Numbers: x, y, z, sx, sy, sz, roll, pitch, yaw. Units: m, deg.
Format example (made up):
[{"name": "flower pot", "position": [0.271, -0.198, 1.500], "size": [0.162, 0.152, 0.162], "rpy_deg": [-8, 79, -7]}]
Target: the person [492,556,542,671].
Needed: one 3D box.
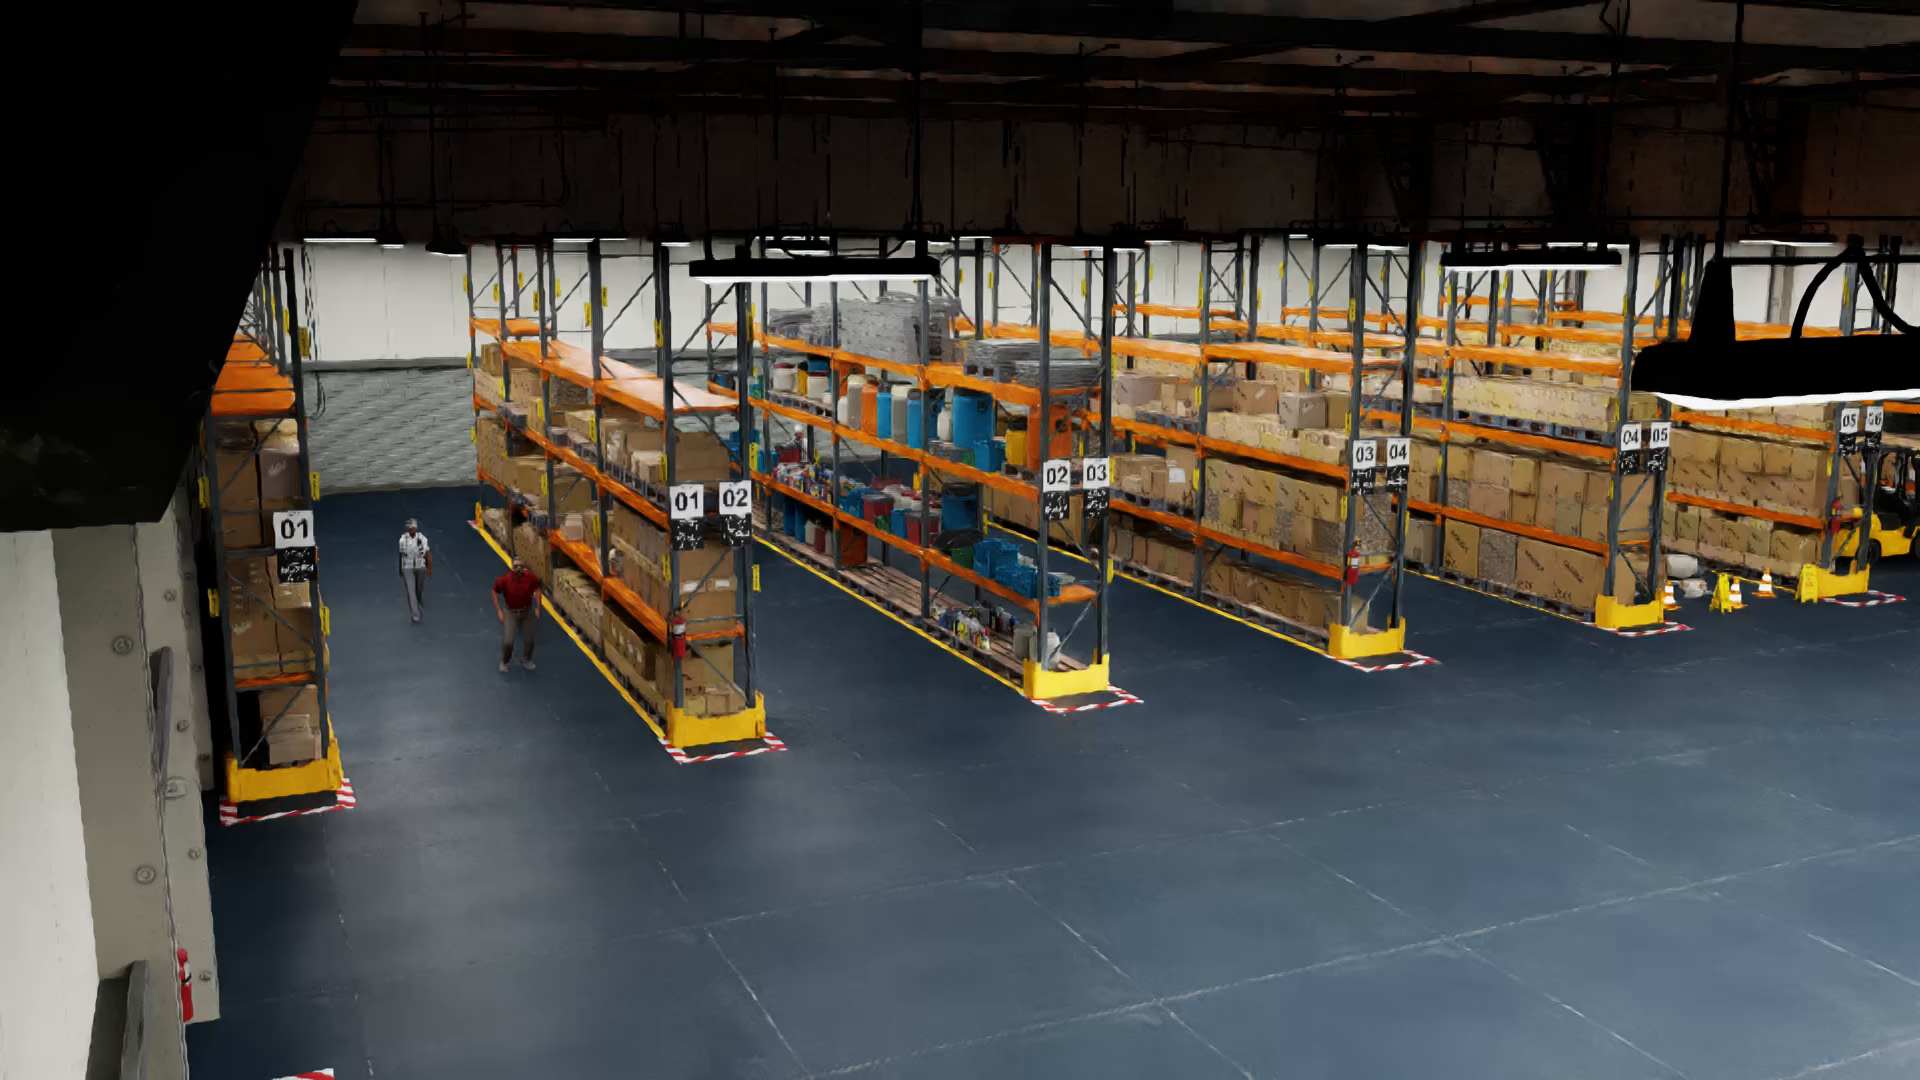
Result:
[{"name": "person", "position": [-6.238, 1.028, 23.456], "size": [0.682, 1.676, 0.529], "rpy_deg": [-5, 12, -26]}]

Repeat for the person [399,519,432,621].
[{"name": "person", "position": [-8.698, 0.437, 26.569], "size": [0.463, 1.625, 0.998], "rpy_deg": [-5, 12, -25]}]

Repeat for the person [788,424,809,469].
[{"name": "person", "position": [-3.661, -1.802, 37.904], "size": [0.543, 1.700, 1.119], "rpy_deg": [-5, 12, -26]}]

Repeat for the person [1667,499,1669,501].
[{"name": "person", "position": [14.845, -1.252, 34.869], "size": [0.580, 1.763, 0.673], "rpy_deg": [1, 11, 4]}]

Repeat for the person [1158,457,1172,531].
[{"name": "person", "position": [4.173, -0.965, 34.094], "size": [0.417, 1.512, 1.034], "rpy_deg": [-5, 12, -25]}]
